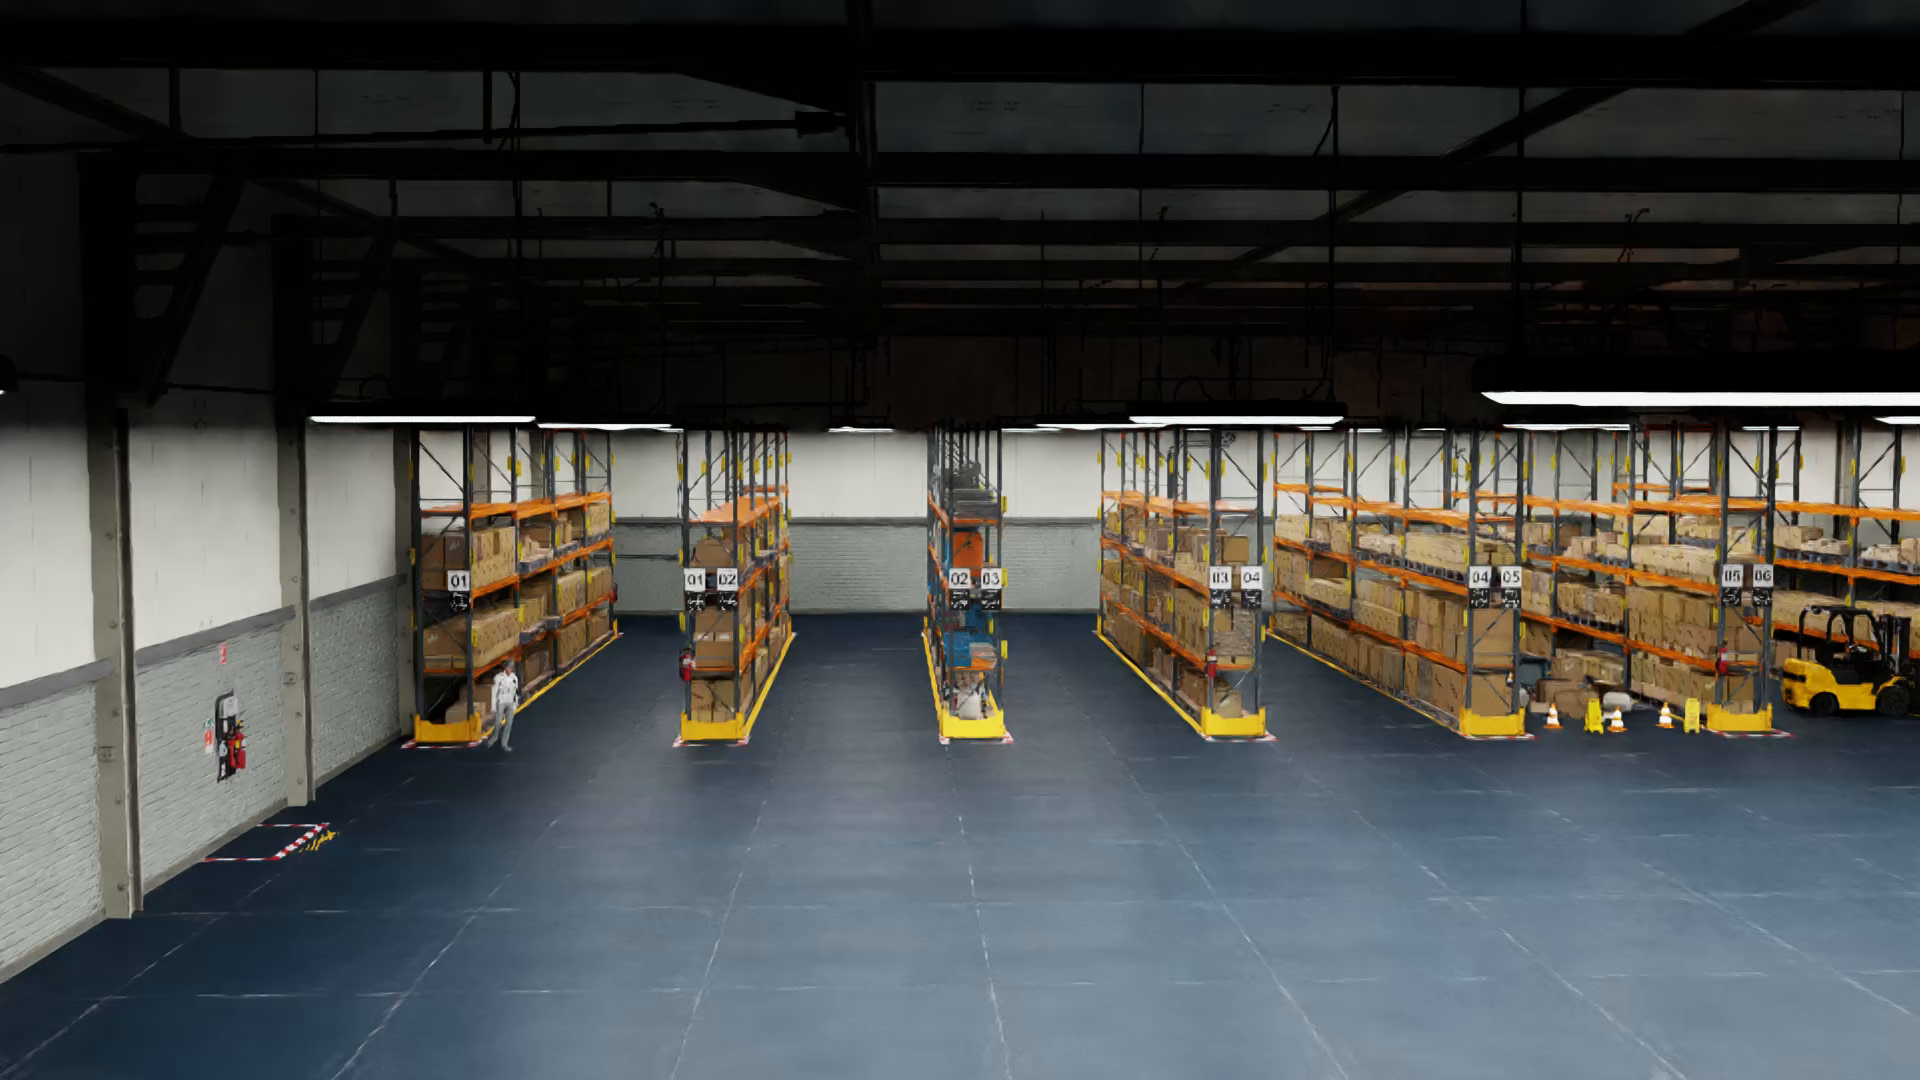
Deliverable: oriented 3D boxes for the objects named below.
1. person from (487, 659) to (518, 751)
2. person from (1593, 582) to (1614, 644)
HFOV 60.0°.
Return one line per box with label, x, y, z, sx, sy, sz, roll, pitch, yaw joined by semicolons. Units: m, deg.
person;-8.276;2.965;30.110;0.535;1.668;0.519;-3;5;-38
person;17.563;1.971;45.393;0.553;1.661;0.601;1;4;13
